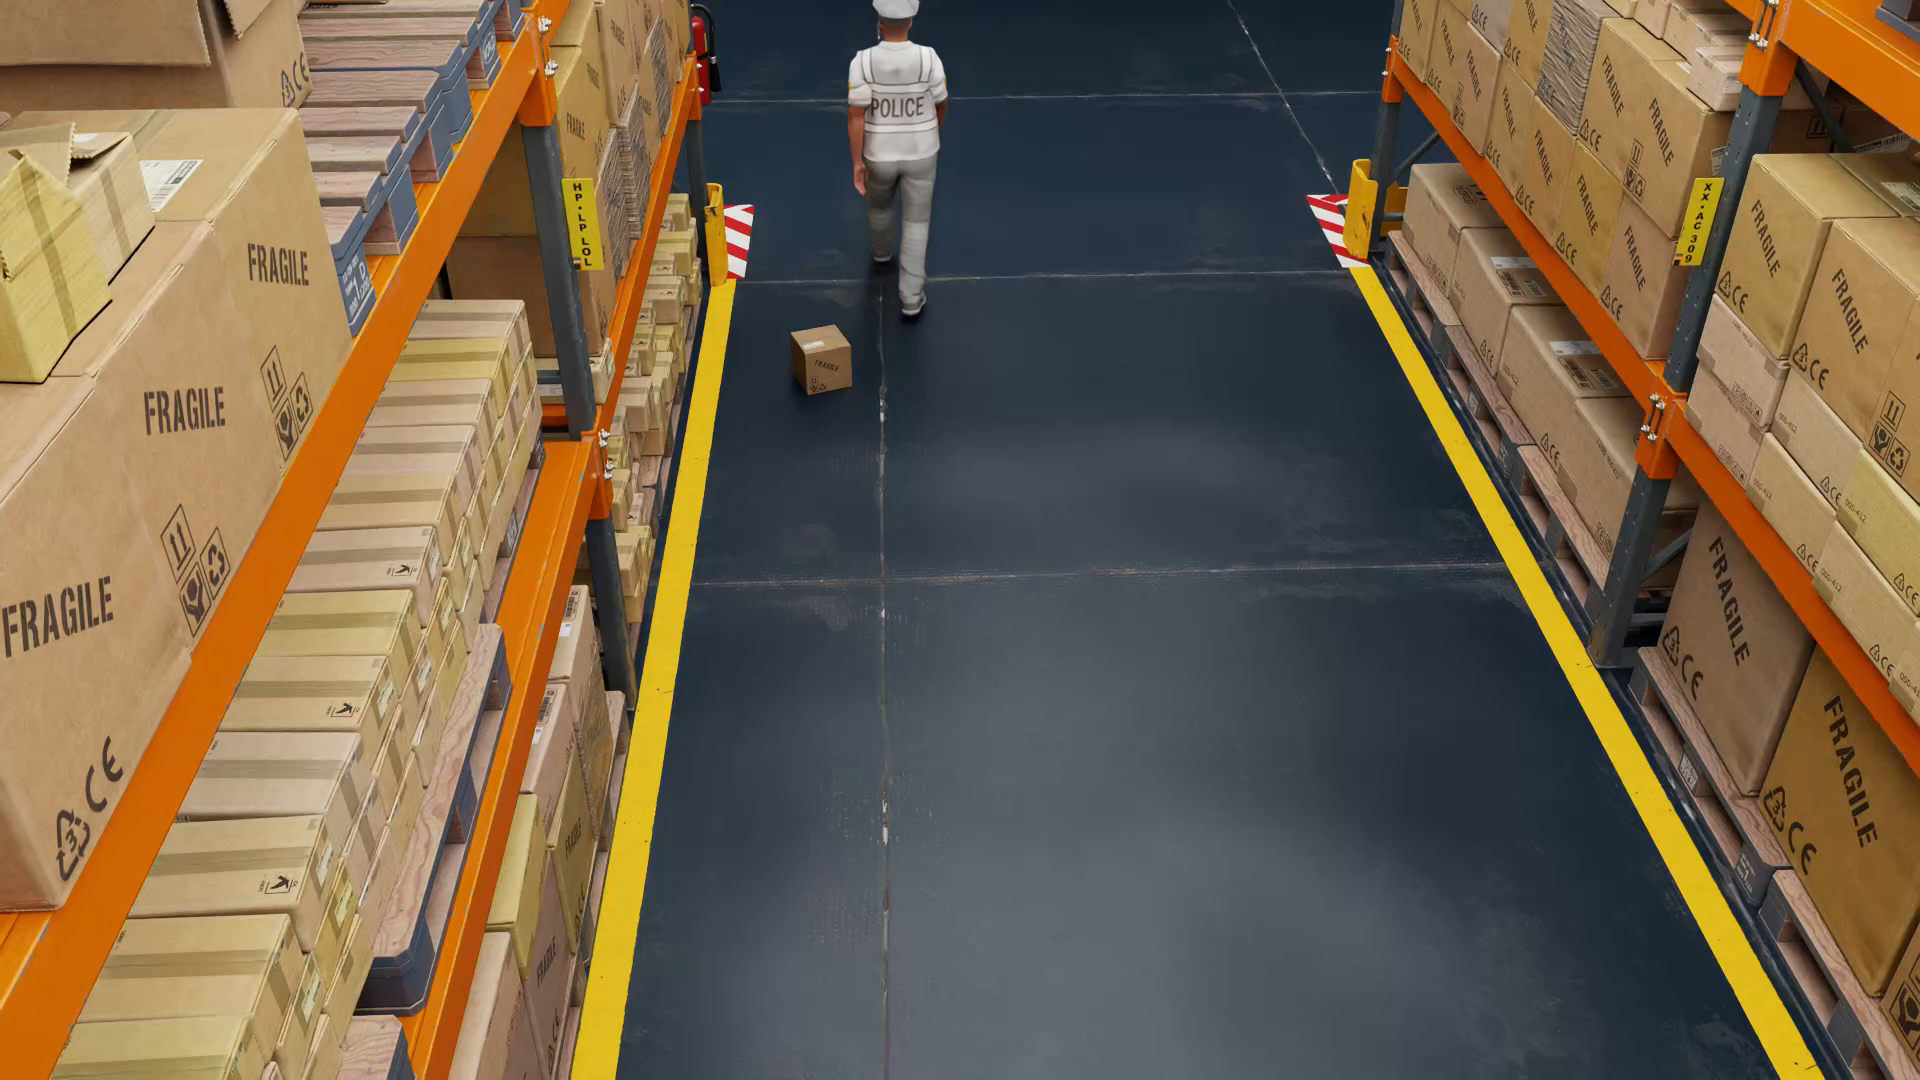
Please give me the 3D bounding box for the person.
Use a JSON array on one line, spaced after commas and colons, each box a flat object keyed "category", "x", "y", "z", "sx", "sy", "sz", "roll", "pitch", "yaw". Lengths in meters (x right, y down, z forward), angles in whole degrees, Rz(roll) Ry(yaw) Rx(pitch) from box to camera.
[{"category": "person", "x": -0.332, "y": -2.228, "z": 9.276, "sx": 0.536, "sy": 1.721, "sz": 0.996, "roll": 2, "pitch": 35, "yaw": 2}]
